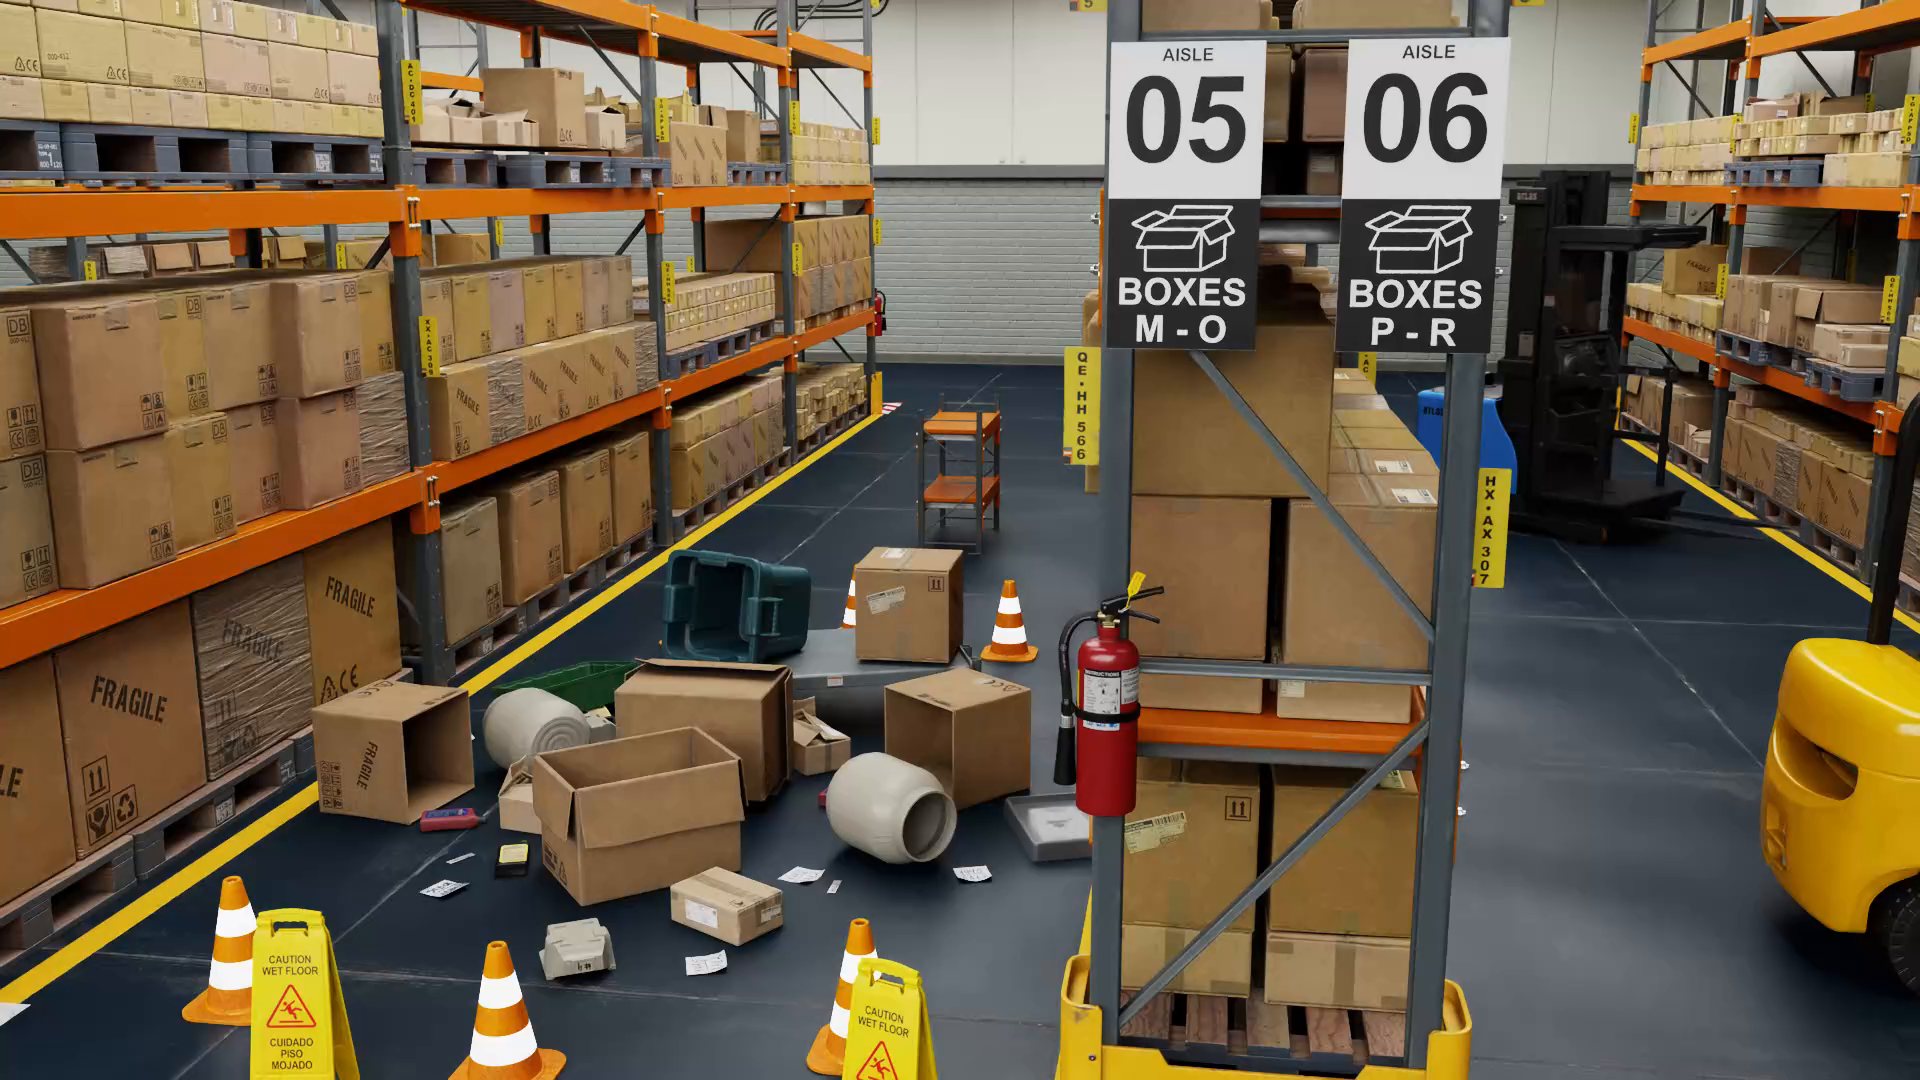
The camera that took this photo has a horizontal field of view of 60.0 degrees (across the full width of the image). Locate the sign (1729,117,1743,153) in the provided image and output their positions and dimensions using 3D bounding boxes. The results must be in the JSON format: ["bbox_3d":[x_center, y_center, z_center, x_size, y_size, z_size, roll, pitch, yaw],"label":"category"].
[{"bbox_3d":[7.095,-3.699,15.189,0.100,0.325,0.005,2,12,9],"label":"sign"}]

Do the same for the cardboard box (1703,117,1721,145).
[{"bbox_3d":[7.542,-3.965,16.117,0.500,0.250,0.500,2,12,8],"label":"cardboard box"}]

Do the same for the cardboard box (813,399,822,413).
[{"bbox_3d":[-1.745,-1.505,18.423,0.380,0.149,0.250,2,12,11],"label":"cardboard box"}]

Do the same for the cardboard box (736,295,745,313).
[{"bbox_3d":[-2.205,-2.184,15.402,0.380,0.149,0.250,1,12,6],"label":"cardboard box"}]

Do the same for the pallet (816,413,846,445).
[{"bbox_3d":[-1.926,-1.296,19.005,1.003,0.211,1.213,2,12,9],"label":"pallet"}]

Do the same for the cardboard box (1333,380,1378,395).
[{"bbox_3d":[1.602,-0.445,7.494,0.500,0.500,0.500,2,12,11],"label":"cardboard box"}]

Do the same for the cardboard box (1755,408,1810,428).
[{"bbox_3d":[7.320,-1.084,14.801,0.380,0.149,0.250,1,12,6],"label":"cardboard box"}]

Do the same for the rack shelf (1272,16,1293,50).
[{"bbox_3d":[2.420,-4.093,13.782,1.077,0.370,4.000,2,12,9],"label":"rack shelf"}]

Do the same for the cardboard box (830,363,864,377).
[{"bbox_3d":[-1.395,-2.080,20.383,0.380,0.149,0.250,2,12,9],"label":"cardboard box"}]

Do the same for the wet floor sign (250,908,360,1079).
[{"bbox_3d":[-2.073,1.456,5.206,0.267,0.644,0.232,0,12,-1],"label":"wet floor sign"}]

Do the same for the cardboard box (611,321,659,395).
[{"bbox_3d":[-2.598,-1.377,12.525,0.500,0.500,0.500,2,12,9],"label":"cardboard box"}]

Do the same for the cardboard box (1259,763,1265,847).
[{"bbox_3d":[1.358,0.874,6.070,0.500,0.500,0.500,1,12,7],"label":"cardboard box"}]

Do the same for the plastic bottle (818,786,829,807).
[{"bbox_3d":[-0.554,1.186,7.846,0.133,0.061,0.283,4,13,18],"label":"plastic bottle"}]

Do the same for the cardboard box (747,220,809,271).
[{"bbox_3d":[-1.869,-3.032,17.127,0.500,0.500,0.500,2,12,10],"label":"cardboard box"}]

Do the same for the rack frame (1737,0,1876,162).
[{"bbox_3d":[7.633,-4.896,14.854,1.000,3.000,0.127,2,12,9],"label":"rack frame"}]

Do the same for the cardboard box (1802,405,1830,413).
[{"bbox_3d":[7.826,-1.123,14.983,0.380,0.149,0.250,2,12,9],"label":"cardboard box"}]

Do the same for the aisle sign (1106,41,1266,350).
[{"bbox_3d":[0.586,-0.893,4.347,0.394,0.787,0.004,2,12,9],"label":"aisle sign"}]

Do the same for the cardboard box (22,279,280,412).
[{"bbox_3d":[-3.689,-0.897,7.617,0.875,0.550,0.550,2,12,9],"label":"cardboard box"}]

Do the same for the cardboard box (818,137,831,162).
[{"bbox_3d":[-1.696,-4.201,17.915,0.500,0.250,0.500,2,12,10],"label":"cardboard box"}]

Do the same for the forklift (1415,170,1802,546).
[{"bbox_3d":[5.283,-1.504,13.513,1.130,2.935,3.031,-10,16,-39],"label":"forklift"}]

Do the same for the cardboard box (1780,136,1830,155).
[{"bbox_3d":[6.991,-3.247,13.682,0.380,0.149,0.250,2,12,10],"label":"cardboard box"}]

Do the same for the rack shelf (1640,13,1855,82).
[{"bbox_3d":[7.940,-4.960,16.862,1.077,0.370,4.000,2,12,9],"label":"rack shelf"}]

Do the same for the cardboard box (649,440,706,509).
[{"bbox_3d":[-2.434,-0.553,13.875,0.500,0.500,0.500,1,12,6],"label":"cardboard box"}]

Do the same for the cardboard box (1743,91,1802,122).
[{"bbox_3d":[7.241,-3.858,14.828,0.396,0.266,0.258,2,12,8],"label":"cardboard box"}]

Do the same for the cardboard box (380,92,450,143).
[{"bbox_3d":[-3.070,-2.370,9.336,0.258,0.266,0.396,2,12,8],"label":"cardboard box"}]

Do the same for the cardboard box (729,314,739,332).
[{"bbox_3d":[-2.242,-1.985,15.185,0.380,0.149,0.250,2,12,11],"label":"cardboard box"}]

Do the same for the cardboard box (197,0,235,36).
[{"bbox_3d":[-3.346,-2.236,7.099,0.380,0.149,0.250,2,12,8],"label":"cardboard box"}]

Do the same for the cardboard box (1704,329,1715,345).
[{"bbox_3d":[7.451,-1.970,16.113,0.380,0.149,0.250,2,12,10],"label":"cardboard box"}]

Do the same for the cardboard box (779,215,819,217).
[{"bbox_3d":[-1.967,-3.589,19.709,0.500,0.500,0.500,2,12,10],"label":"cardboard box"}]

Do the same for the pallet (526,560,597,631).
[{"bbox_3d":[-3.180,0.348,11.380,1.003,0.211,1.213,2,12,9],"label":"pallet"}]

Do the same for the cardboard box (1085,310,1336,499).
[{"bbox_3d":[0.745,-0.422,5.016,0.700,0.500,0.500,2,12,7],"label":"cardboard box"}]

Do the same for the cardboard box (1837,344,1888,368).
[{"bbox_3d":[6.739,-1.363,12.296,0.380,0.149,0.250,2,12,10],"label":"cardboard box"}]

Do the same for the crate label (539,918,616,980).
[{"bbox_3d":[-1.416,1.511,6.155,0.250,0.136,0.298,-5,13,-21],"label":"crate label"}]

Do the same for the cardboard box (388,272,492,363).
[{"bbox_3d":[-3.262,-1.346,10.009,0.700,0.500,0.500,2,12,8],"label":"cardboard box"}]

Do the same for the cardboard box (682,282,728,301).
[{"bbox_3d":[-2.289,-2.219,14.858,0.380,0.149,0.250,2,12,8],"label":"cardboard box"}]

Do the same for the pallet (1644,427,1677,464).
[{"bbox_3d":[7.925,-0.998,17.625,1.003,0.211,1.213,2,12,9],"label":"pallet"}]

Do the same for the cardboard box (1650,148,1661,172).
[{"bbox_3d":[7.852,-4.145,18.136,0.500,0.250,0.500,2,12,10],"label":"cardboard box"}]

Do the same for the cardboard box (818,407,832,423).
[{"bbox_3d":[-1.646,-1.412,18.694,0.380,0.149,0.250,2,12,7],"label":"cardboard box"}]

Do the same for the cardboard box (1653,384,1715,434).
[{"bbox_3d":[7.710,-1.372,17.676,0.500,0.500,0.500,2,12,10],"label":"cardboard box"}]

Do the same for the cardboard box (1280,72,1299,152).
[{"bbox_3d":[1.365,-1.473,5.739,0.500,0.250,0.500,2,12,10],"label":"cardboard box"}]

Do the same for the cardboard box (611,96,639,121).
[{"bbox_3d":[-2.811,-3.681,14.279,0.396,0.266,0.258,2,12,9],"label":"cardboard box"}]

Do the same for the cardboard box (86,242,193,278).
[{"bbox_3d":[-7.448,-2.439,15.071,0.797,0.503,0.637,2,12,10],"label":"cardboard box"}]

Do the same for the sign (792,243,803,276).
[{"bbox_3d":[-1.630,-2.812,16.673,0.100,0.325,0.005,2,12,9],"label":"sign"}]

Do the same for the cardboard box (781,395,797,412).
[{"bbox_3d":[-1.922,-1.431,17.370,0.380,0.149,0.250,2,12,11],"label":"cardboard box"}]

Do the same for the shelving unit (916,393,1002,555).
[{"bbox_3d":[0.001,-0.551,13.381,0.538,1.125,1.048,2,12,9],"label":"shelving unit"}]

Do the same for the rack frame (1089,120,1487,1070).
[{"bbox_3d":[0.882,0.374,4.637,1.000,3.000,0.127,2,12,9],"label":"rack frame"}]

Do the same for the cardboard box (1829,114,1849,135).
[{"bbox_3d":[6.978,-3.216,12.878,0.380,0.149,0.250,2,12,9],"label":"cardboard box"}]

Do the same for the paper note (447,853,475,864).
[{"bbox_3d":[-2.141,1.365,7.134,0.032,0.001,0.123,10,15,38],"label":"paper note"}]

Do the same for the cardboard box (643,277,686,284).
[{"bbox_3d":[-2.814,-2.406,15.725,0.380,0.149,0.250,2,12,8],"label":"cardboard box"}]

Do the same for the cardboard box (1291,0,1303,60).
[{"bbox_3d":[1.161,-1.480,4.822,0.380,0.149,0.250,2,12,8],"label":"cardboard box"}]

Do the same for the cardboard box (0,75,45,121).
[{"bbox_3d":[-3.539,-1.582,5.956,0.380,0.149,0.250,2,12,9],"label":"cardboard box"}]
